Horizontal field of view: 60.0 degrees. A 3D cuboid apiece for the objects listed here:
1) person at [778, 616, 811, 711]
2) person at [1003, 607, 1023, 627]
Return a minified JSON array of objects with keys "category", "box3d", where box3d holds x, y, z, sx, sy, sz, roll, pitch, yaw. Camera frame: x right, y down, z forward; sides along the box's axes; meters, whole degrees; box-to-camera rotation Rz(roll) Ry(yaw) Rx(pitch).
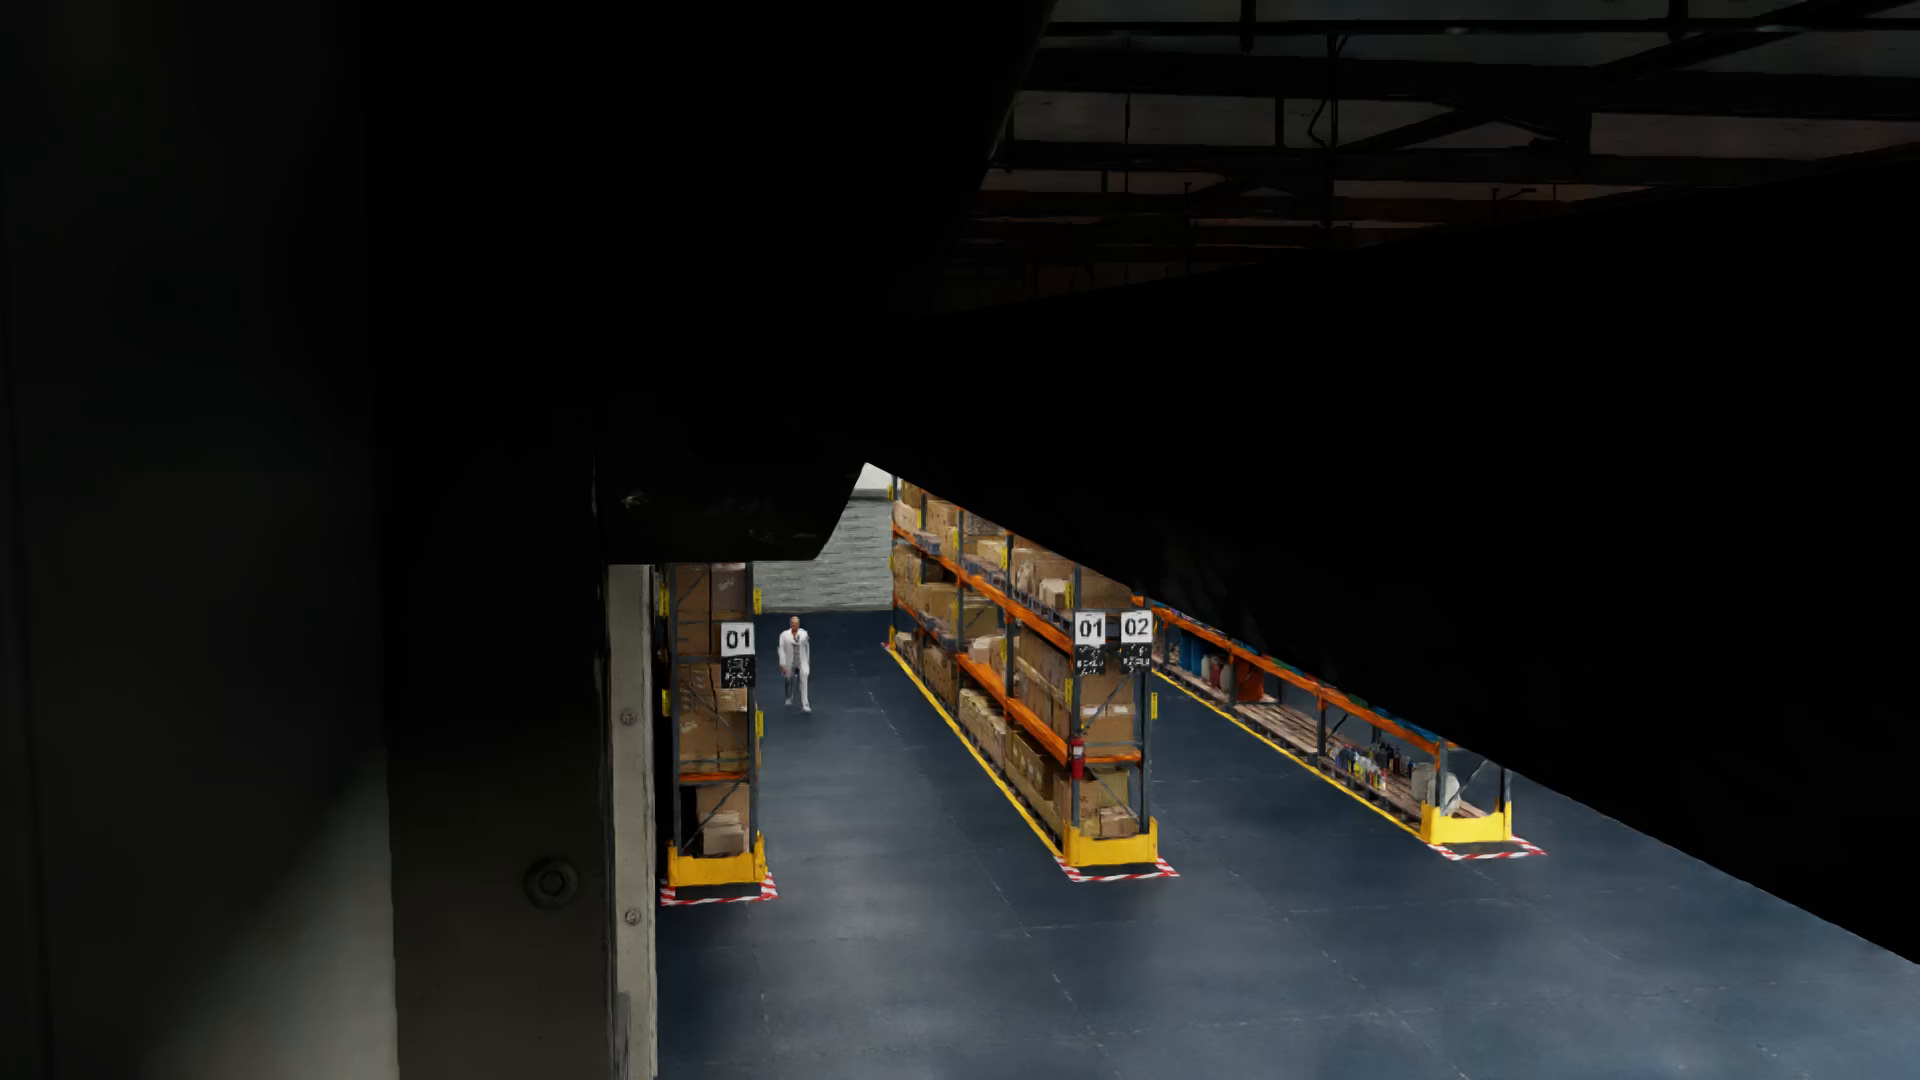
[{"category":"person","box3d":[-2.986,2.215,30.065,0.601,1.696,1.185,-1,6,-12]},{"category":"person","box3d":[1.226,1.202,39.591,0.577,1.691,1.121,-1,6,-8]}]
